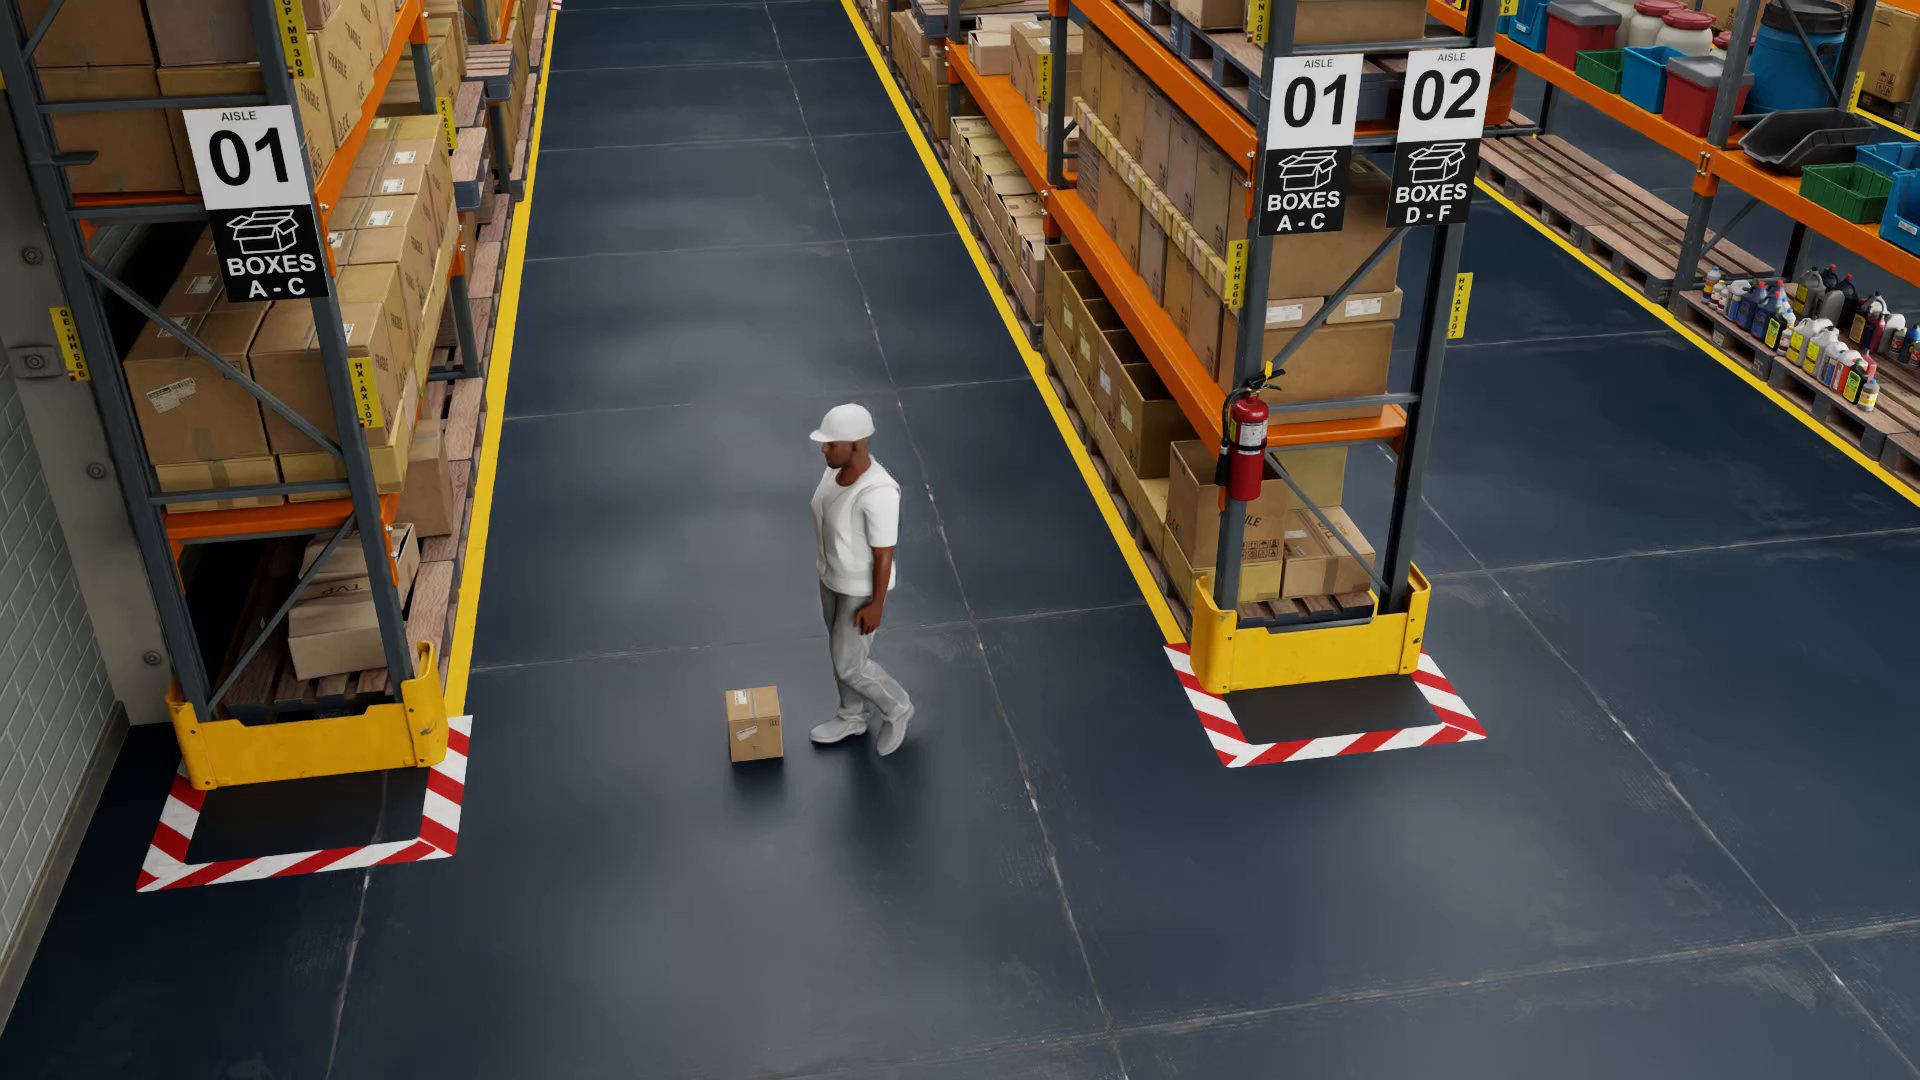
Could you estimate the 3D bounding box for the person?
[{"bbox_3d":[-0.507,0.191,7.777,0.498,1.776,0.587,-17,34,-26],"label":"person"}]
